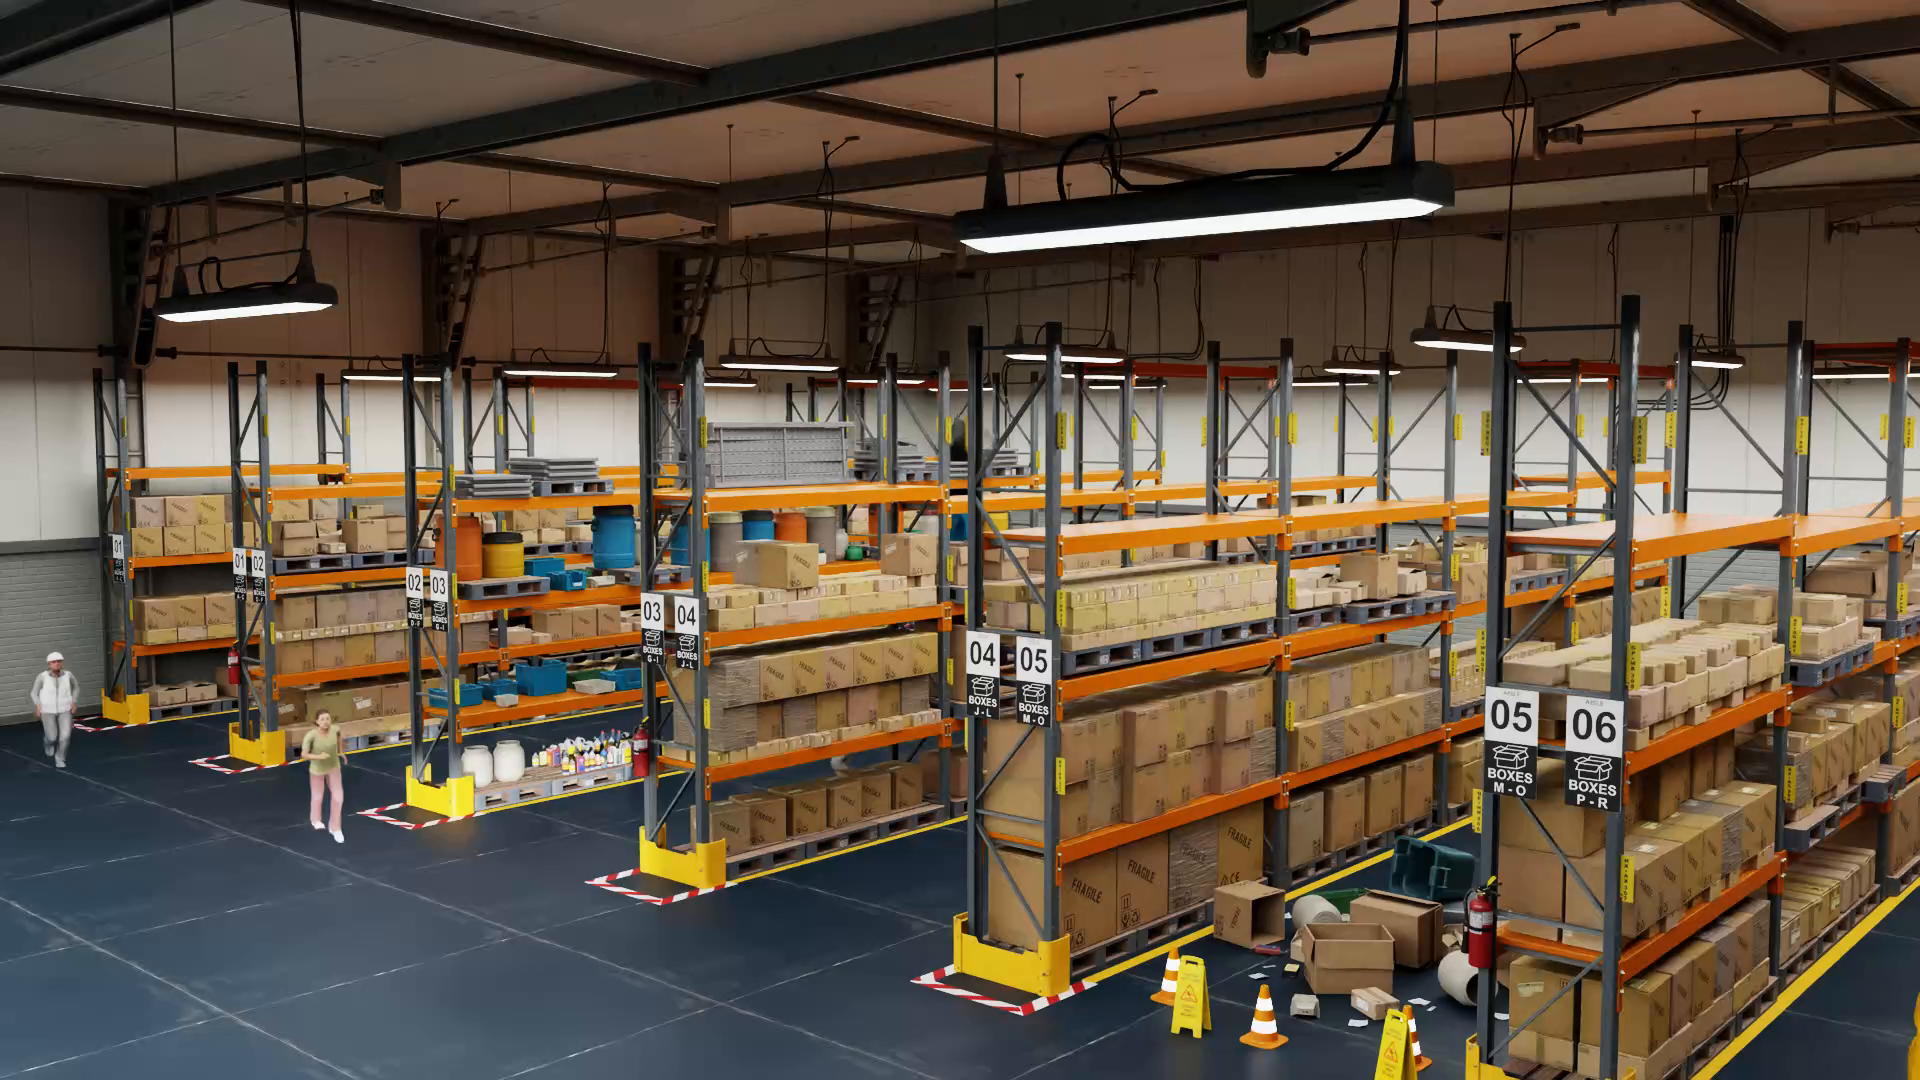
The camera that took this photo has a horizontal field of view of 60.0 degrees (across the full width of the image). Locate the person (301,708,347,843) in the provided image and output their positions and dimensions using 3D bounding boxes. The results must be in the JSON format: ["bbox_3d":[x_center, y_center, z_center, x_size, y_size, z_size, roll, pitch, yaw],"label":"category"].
[{"bbox_3d":[-7.800,2.851,20.400,0.569,1.636,0.949,-2,5,-30],"label":"person"}]

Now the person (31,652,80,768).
[{"bbox_3d":[-13.385,2.500,24.623,0.648,1.717,0.642,-3,5,-34],"label":"person"}]

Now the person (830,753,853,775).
[{"bbox_3d":[-1.584,2.642,22.995,0.483,1.703,0.979,-1,4,-11],"label":"person"}]
